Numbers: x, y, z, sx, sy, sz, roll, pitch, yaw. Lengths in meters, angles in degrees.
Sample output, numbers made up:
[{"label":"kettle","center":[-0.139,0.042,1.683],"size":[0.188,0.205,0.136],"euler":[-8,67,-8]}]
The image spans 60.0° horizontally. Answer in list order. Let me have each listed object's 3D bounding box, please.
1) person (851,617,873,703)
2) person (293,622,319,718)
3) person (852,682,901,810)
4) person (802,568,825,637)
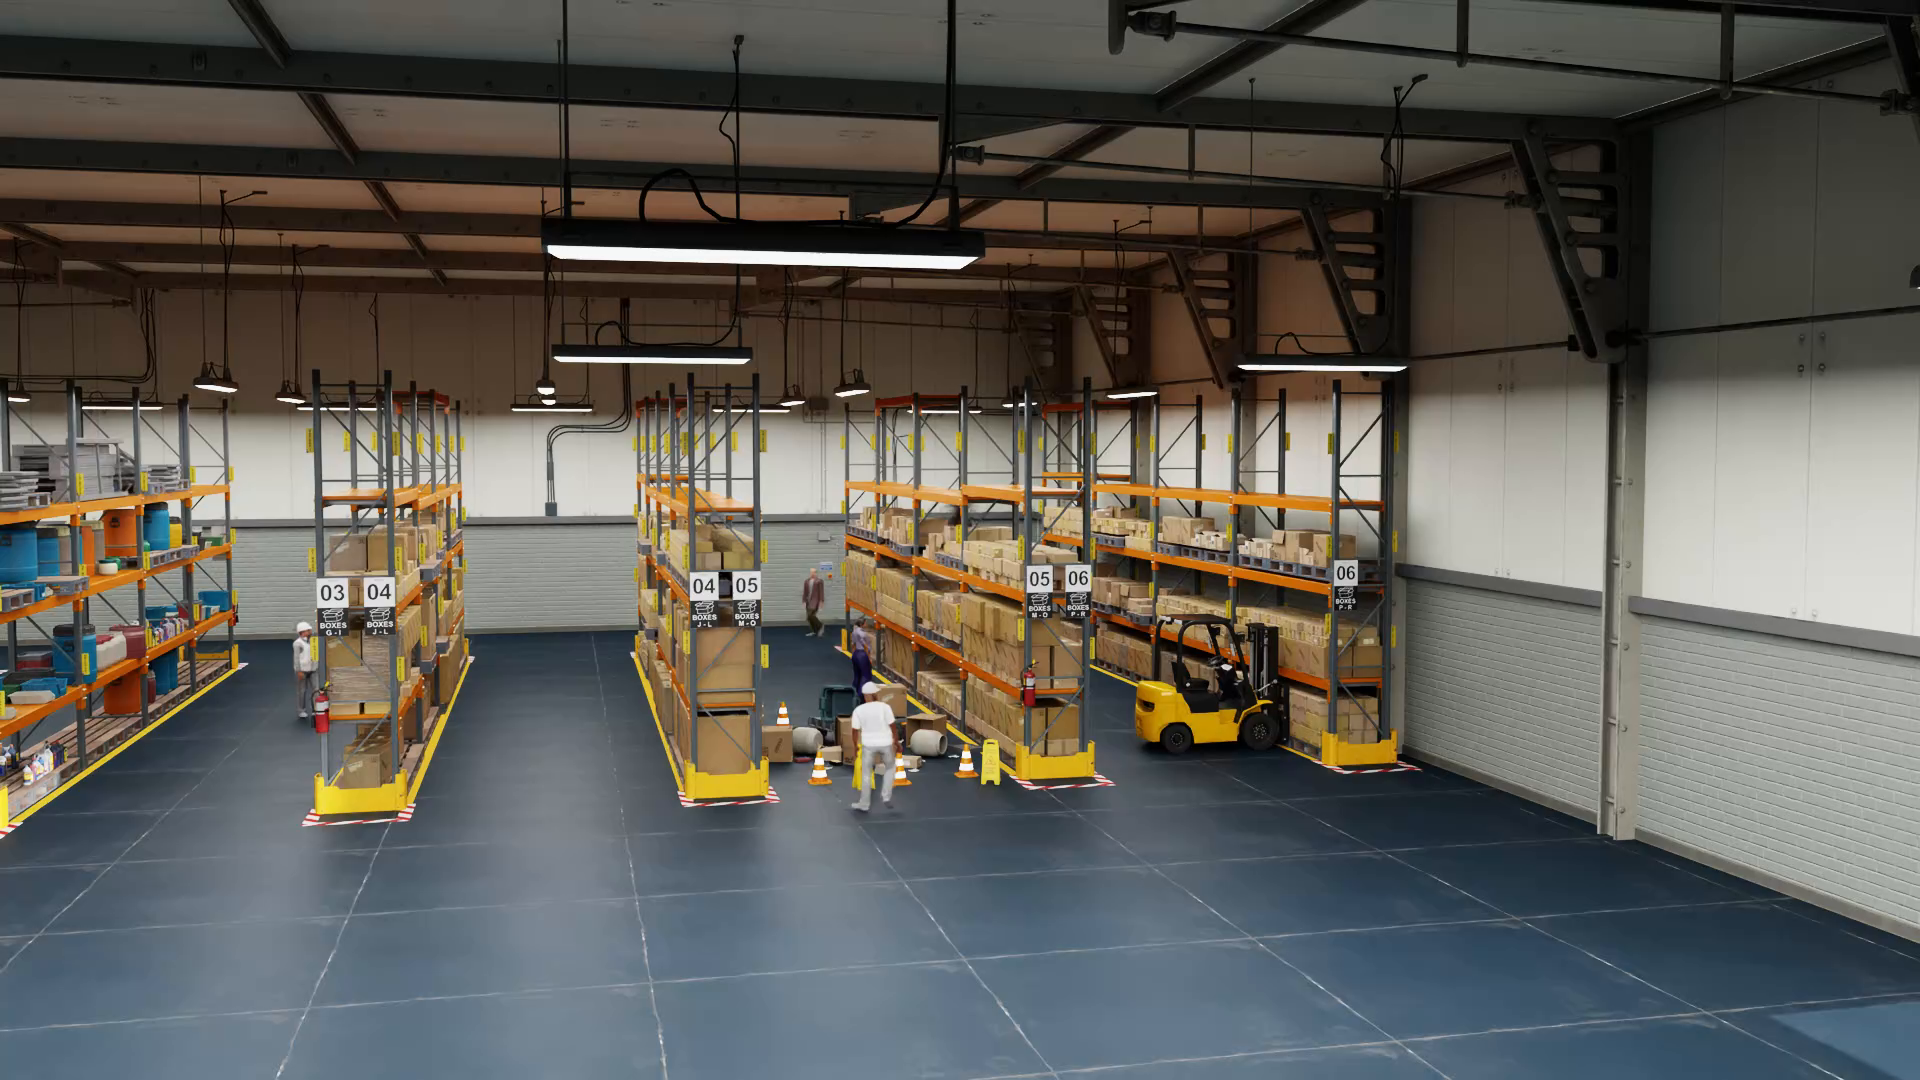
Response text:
[{"label":"person","center":[-1.921,2.316,32.138],"size":[0.388,1.661,0.525],"euler":[-2,4,-28]},{"label":"person","center":[-11.896,2.375,30.328],"size":[0.654,1.766,0.563],"euler":[3,4,39]},{"label":"person","center":[-1.137,2.803,22.652],"size":[0.675,1.760,0.429],"euler":[0,3,-4]},{"label":"person","center":[-3.793,1.614,43.007],"size":[0.523,1.774,0.583],"euler":[-2,4,-33]}]
